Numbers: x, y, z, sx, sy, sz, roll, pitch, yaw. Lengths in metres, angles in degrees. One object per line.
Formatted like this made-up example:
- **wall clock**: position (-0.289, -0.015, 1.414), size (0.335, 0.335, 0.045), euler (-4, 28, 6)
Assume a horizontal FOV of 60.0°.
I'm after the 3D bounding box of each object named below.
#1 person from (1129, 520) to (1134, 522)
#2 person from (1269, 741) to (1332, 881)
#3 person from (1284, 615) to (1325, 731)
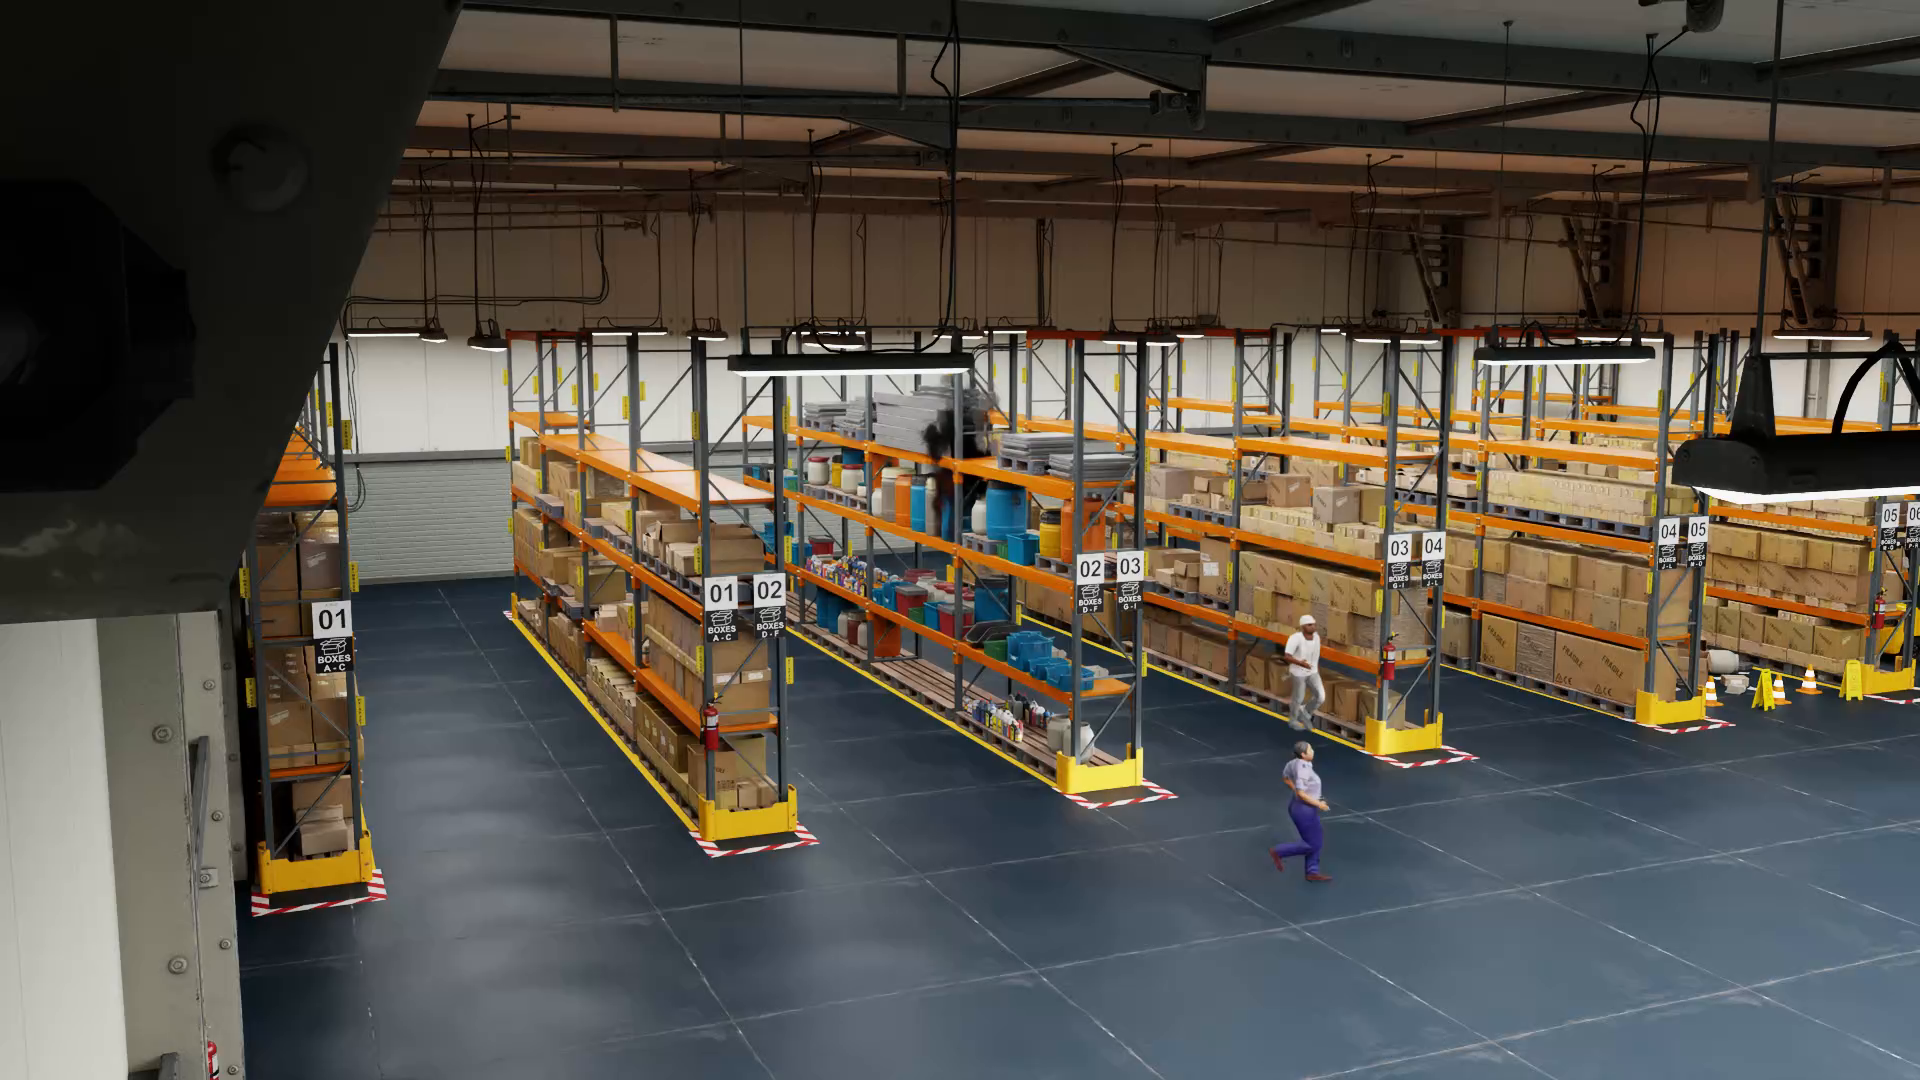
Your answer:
- **person**: position (3.915, 0.334, 38.211), size (0.596, 1.633, 0.797), euler (-3, 8, -23)
- **person**: position (3.801, 3.034, 18.563), size (0.734, 1.591, 0.607), euler (0, 8, 0)
- **person**: position (5.002, 1.930, 24.005), size (0.717, 1.738, 0.683), euler (-3, 8, -23)
